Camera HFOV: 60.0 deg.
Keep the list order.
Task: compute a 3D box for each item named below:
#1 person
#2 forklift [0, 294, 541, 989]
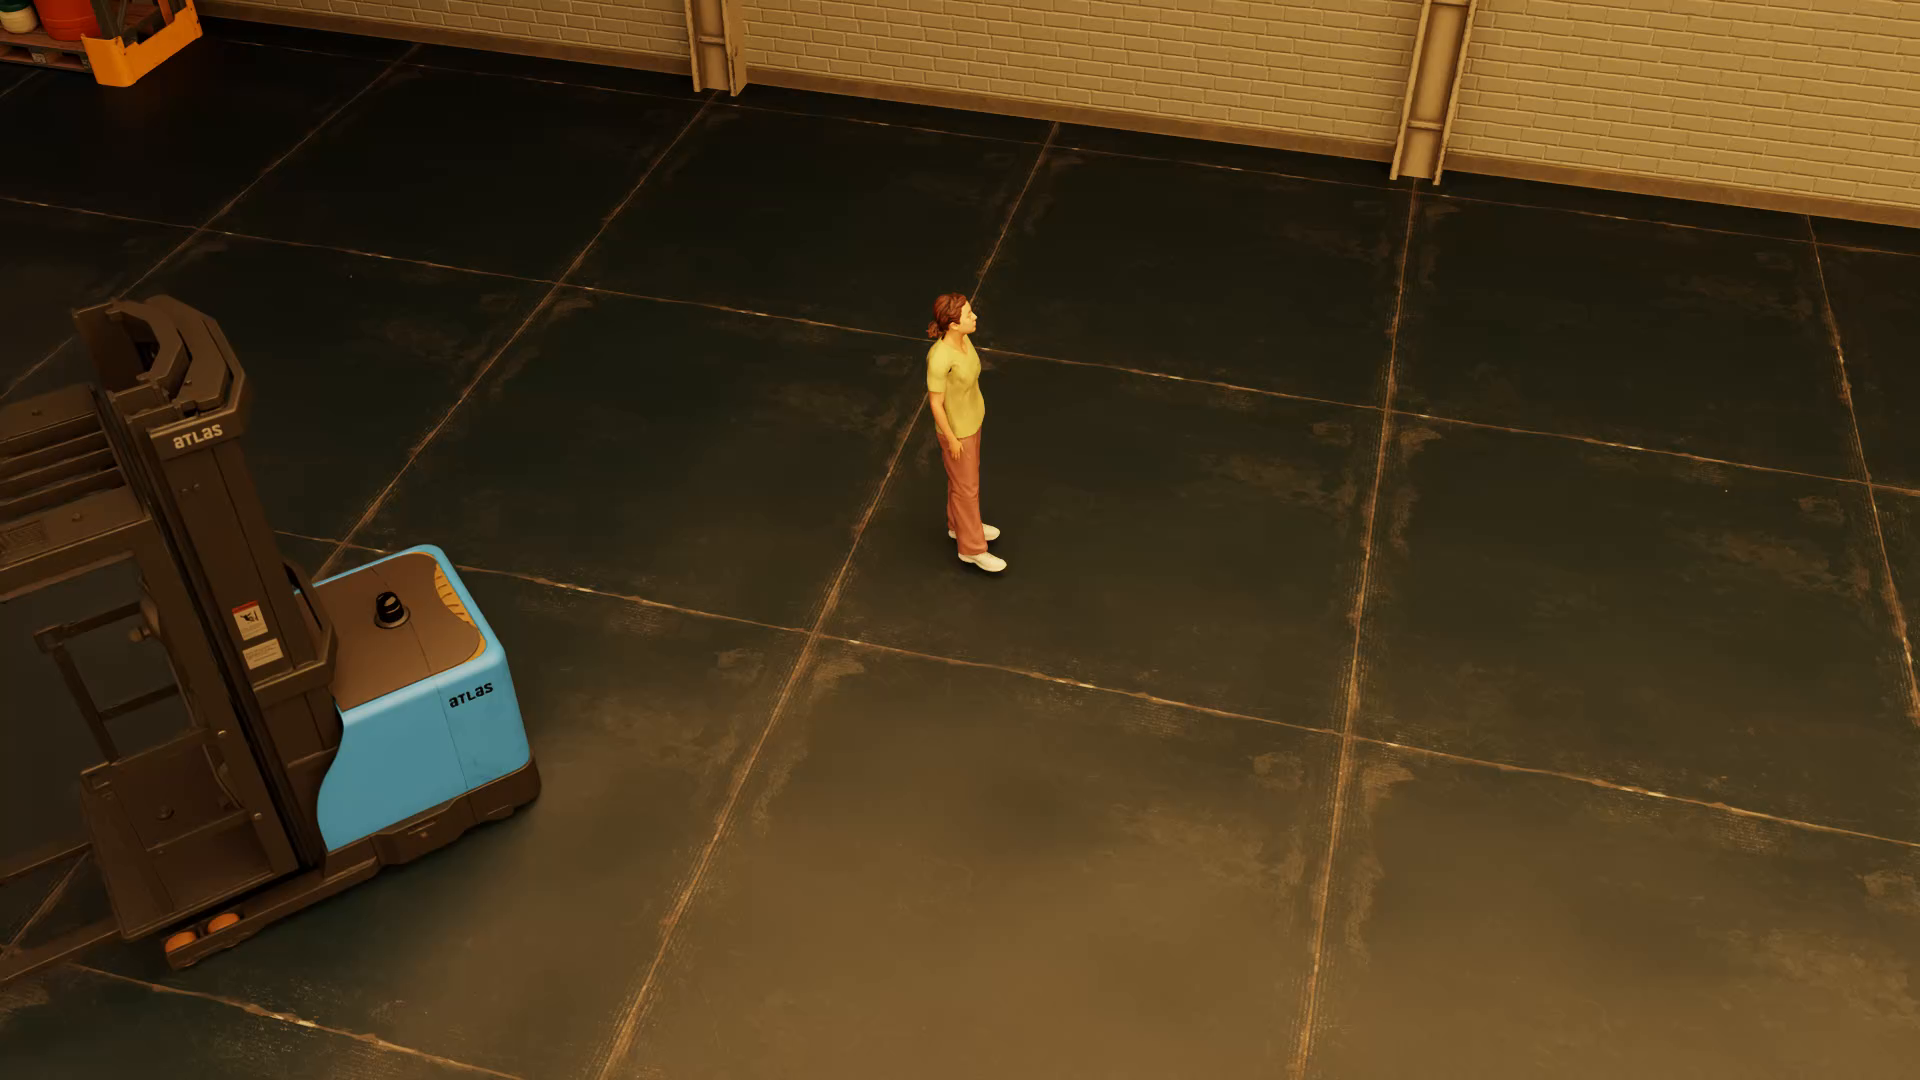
[{"bbox_3d":[0.068,-0.646,9.479,0.548,1.675,0.554,10,42,11],"label":"person"},{"bbox_3d":[-3.664,0.498,7.294,3.031,2.935,1.130,-23,46,-24],"label":"forklift"}]
